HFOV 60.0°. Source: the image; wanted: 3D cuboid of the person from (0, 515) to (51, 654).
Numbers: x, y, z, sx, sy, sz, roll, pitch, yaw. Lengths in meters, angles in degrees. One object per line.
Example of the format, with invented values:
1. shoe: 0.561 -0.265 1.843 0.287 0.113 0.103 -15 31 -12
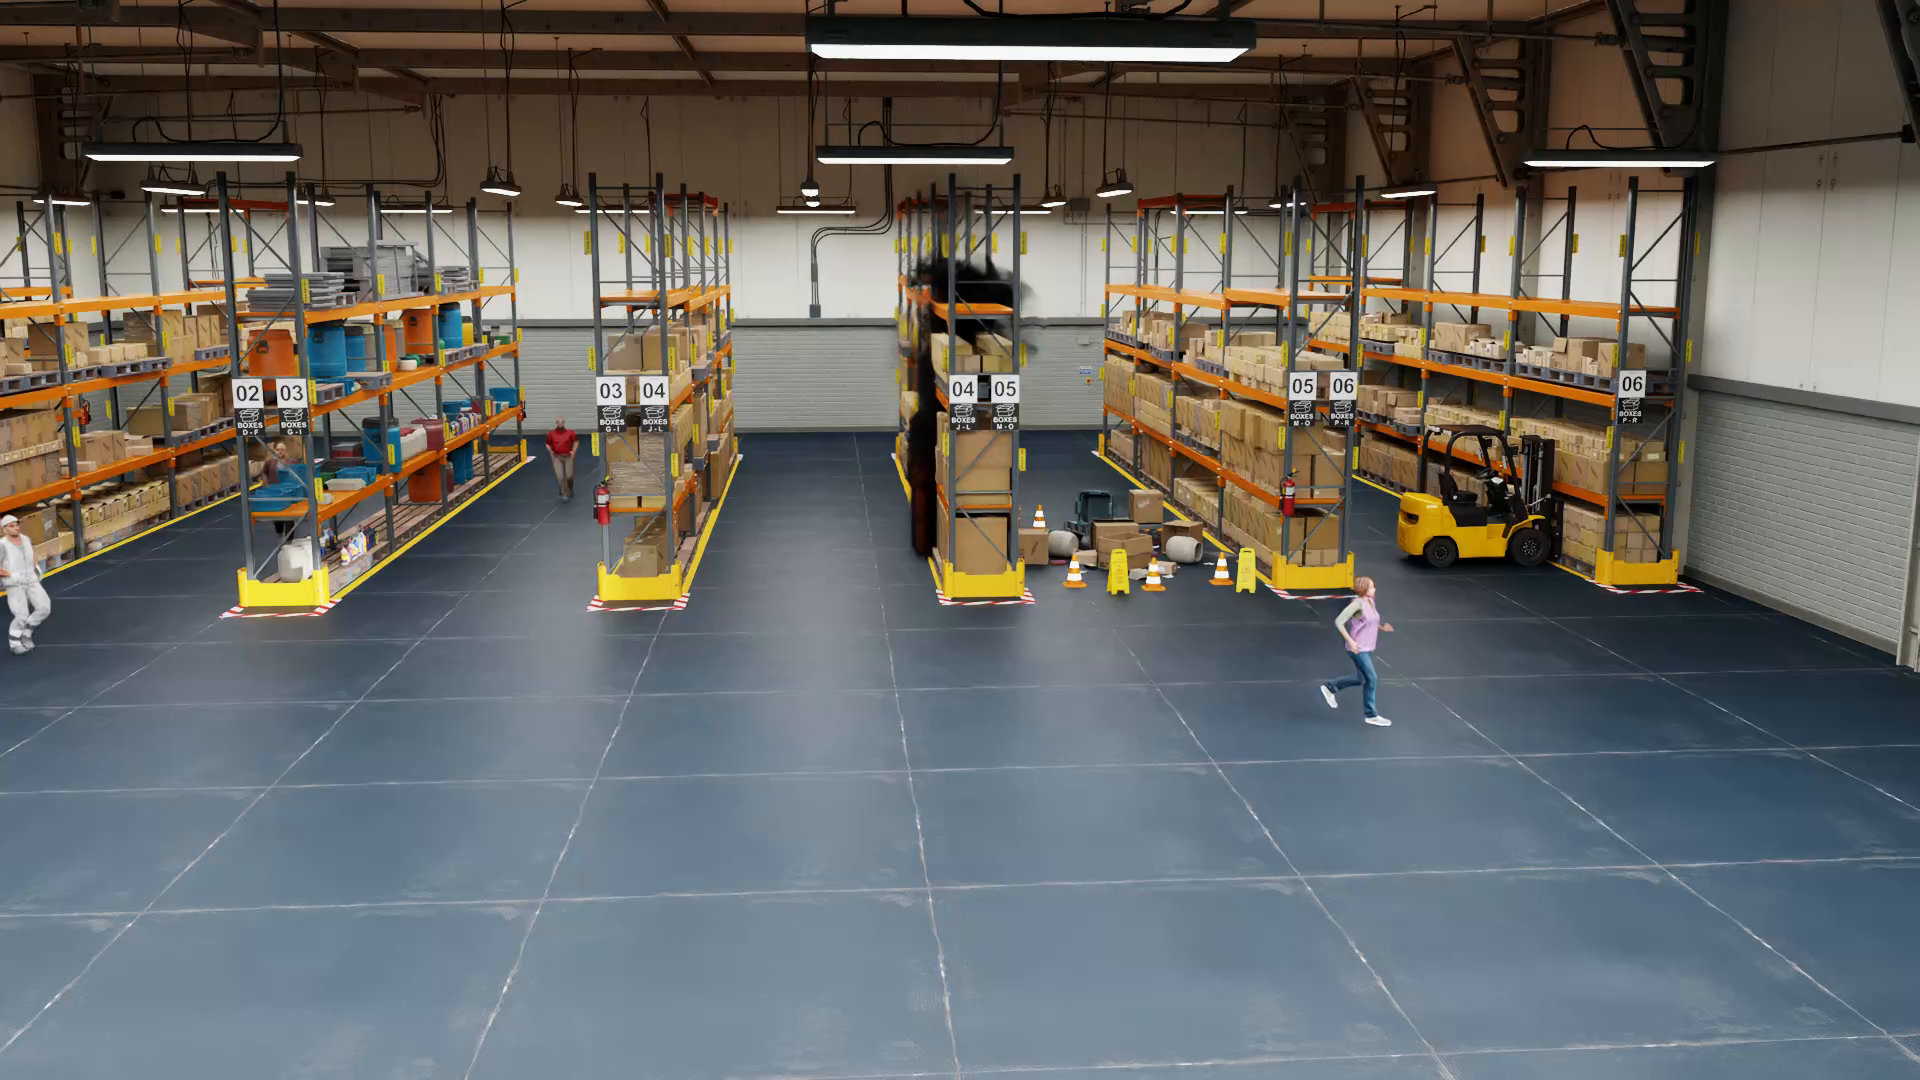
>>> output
1. person: -11.579 0.547 20.547 0.585 1.739 0.673 5 11 25

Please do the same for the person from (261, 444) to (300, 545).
1. person: -11.354 -0.742 27.841 0.687 1.737 0.655 -2 10 -13

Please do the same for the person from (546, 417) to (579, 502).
1. person: -7.847 -1.588 32.839 0.640 1.679 0.574 -2 10 -11

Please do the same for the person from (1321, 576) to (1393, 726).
1. person: 4.192 1.150 17.579 0.804 1.575 0.538 7 12 35
